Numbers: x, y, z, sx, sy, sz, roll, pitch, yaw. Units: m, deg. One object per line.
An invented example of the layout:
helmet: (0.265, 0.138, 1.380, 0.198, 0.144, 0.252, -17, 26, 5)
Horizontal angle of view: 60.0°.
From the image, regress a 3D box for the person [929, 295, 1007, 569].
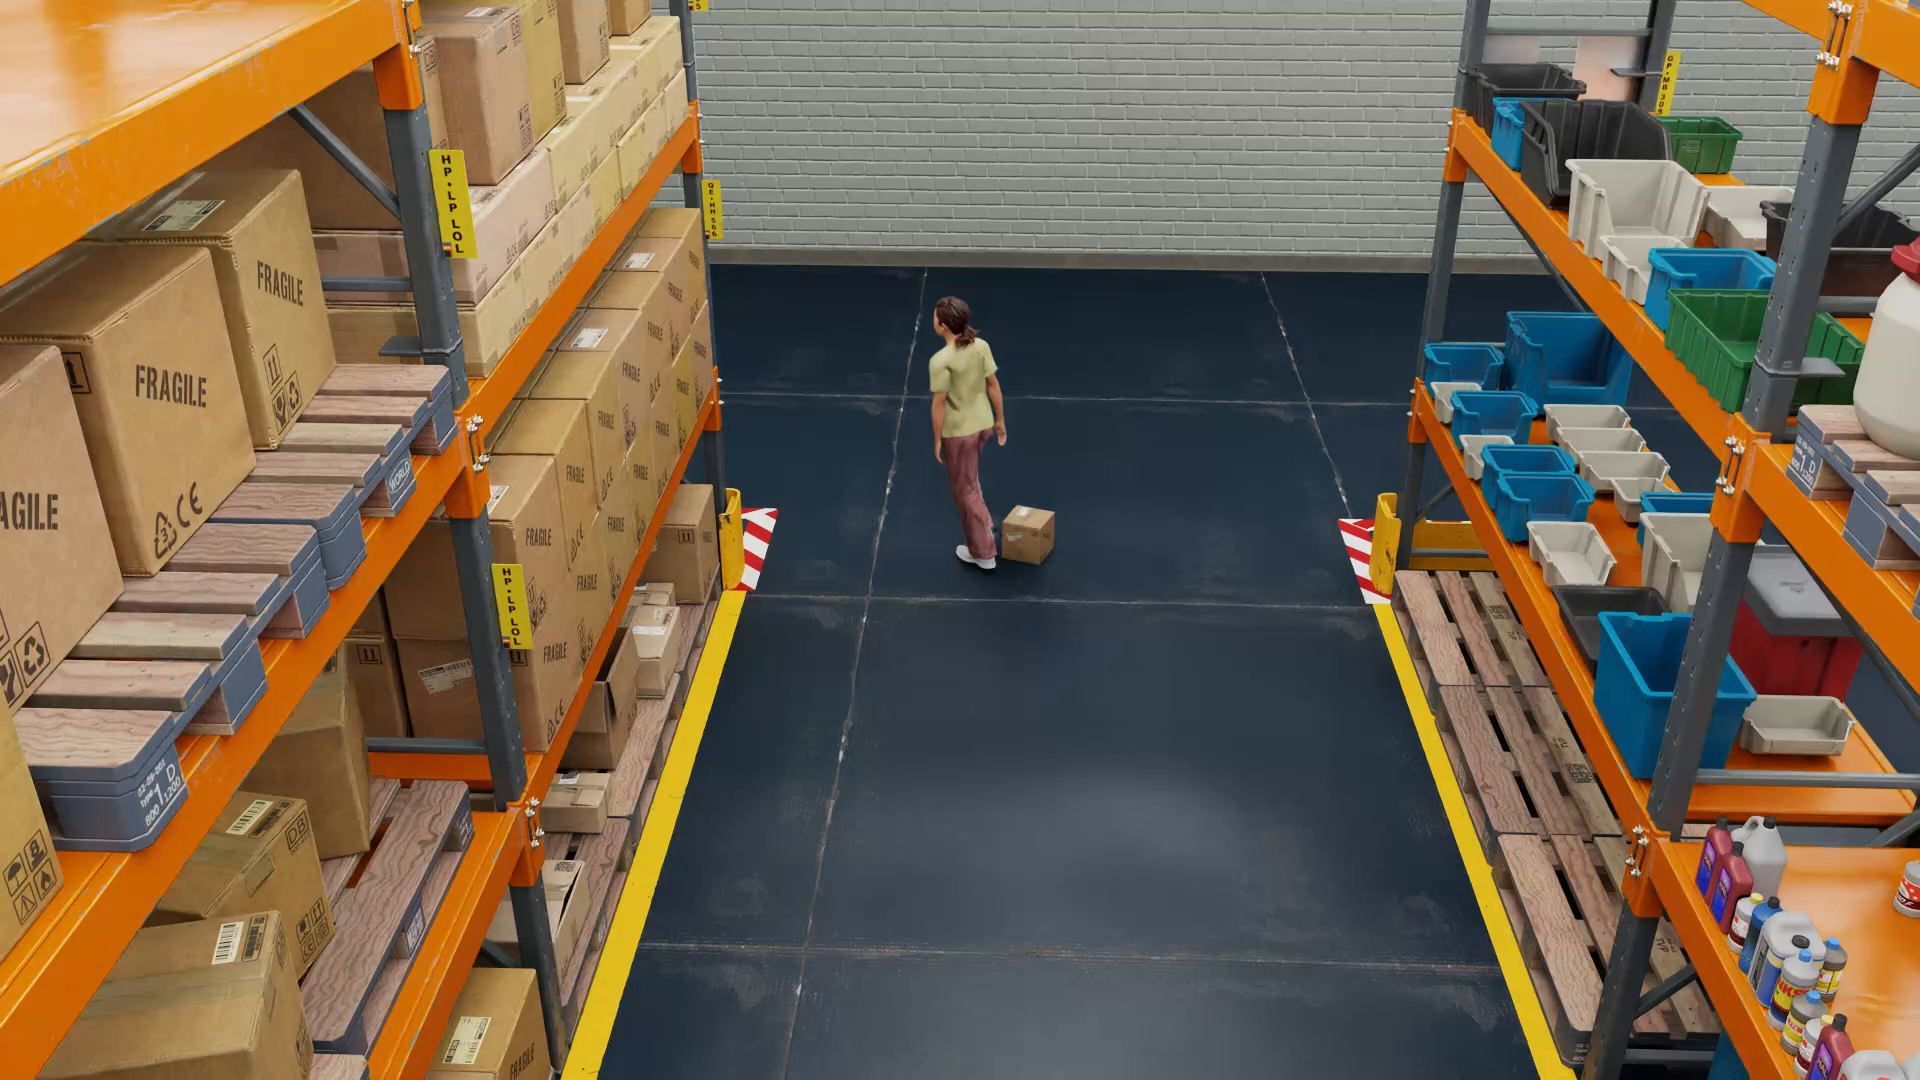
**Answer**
person: (0.020, -0.626, 9.765, 0.482, 1.651, 0.500, -25, 37, -38)
